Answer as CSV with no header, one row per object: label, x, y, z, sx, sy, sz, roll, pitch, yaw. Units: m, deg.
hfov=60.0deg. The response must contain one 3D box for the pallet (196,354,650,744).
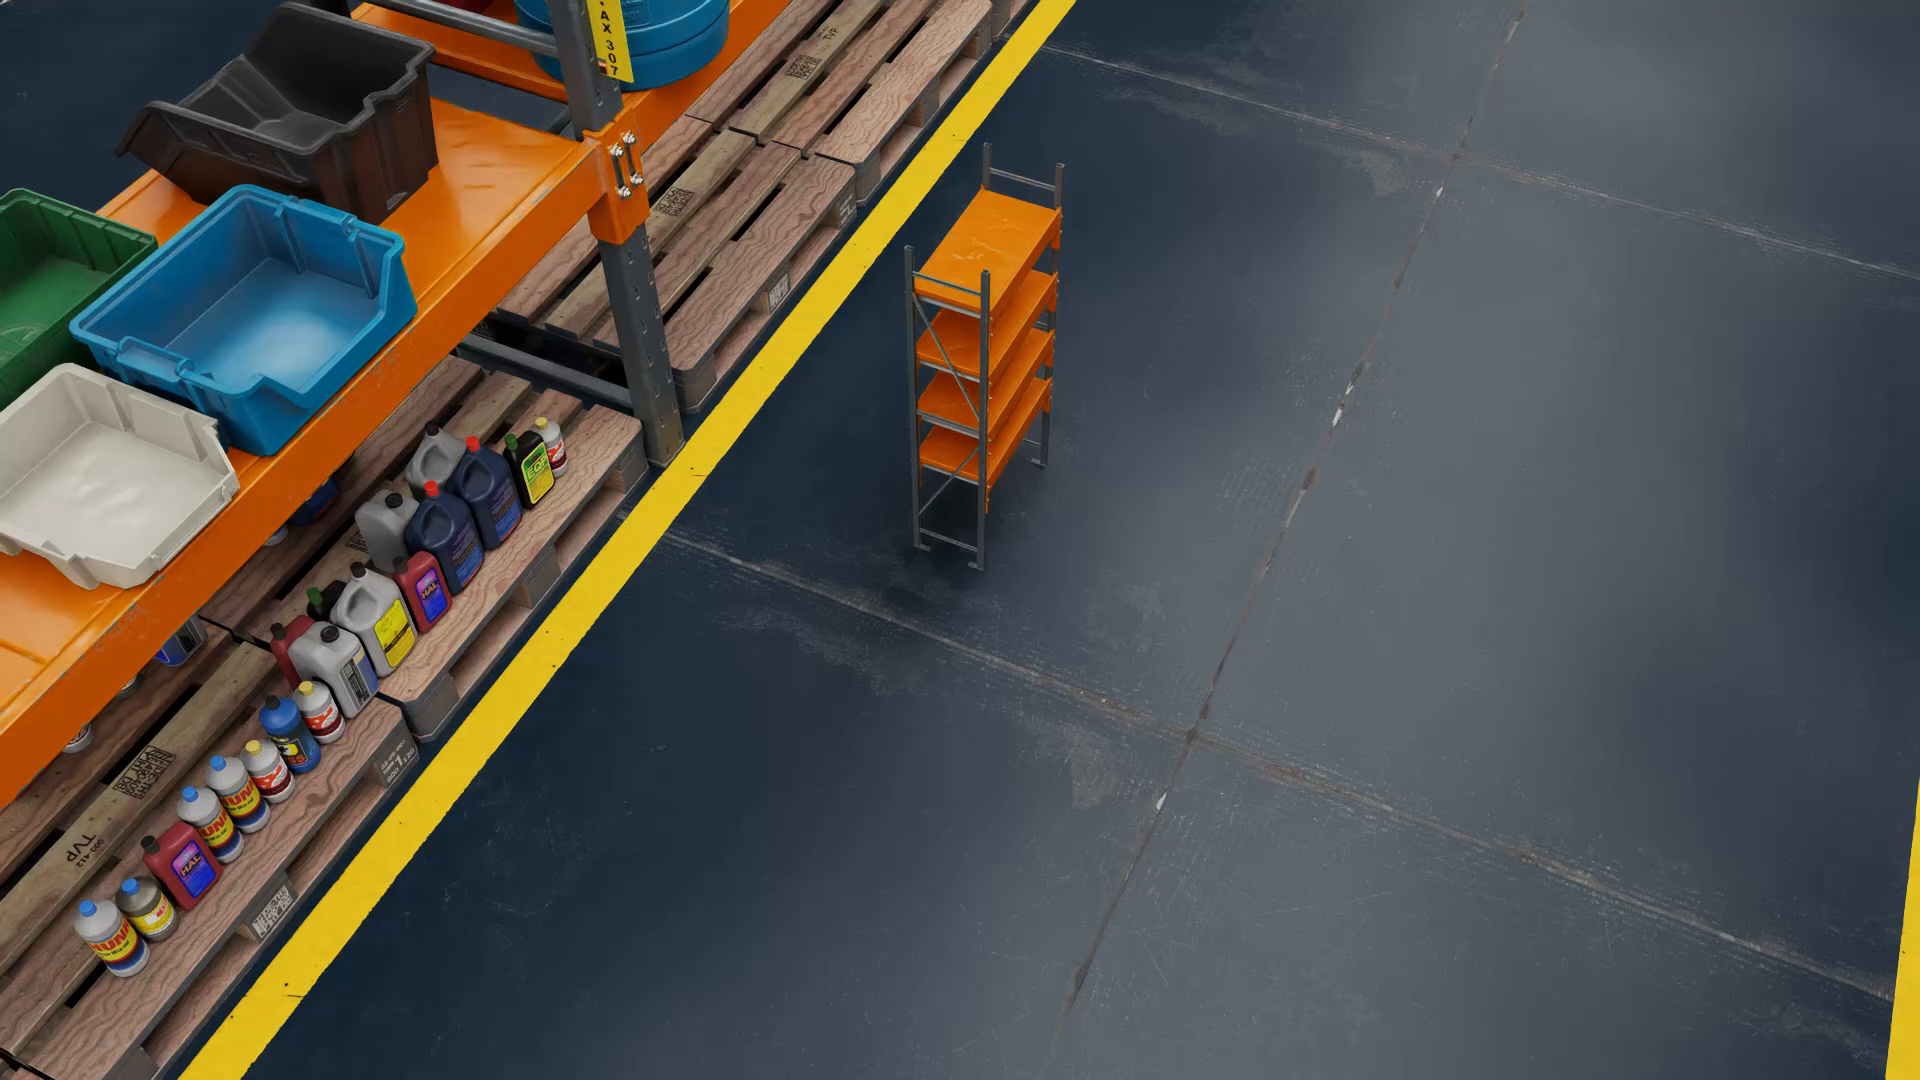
pallet,-1.712,-0.055,5.158,1.003,0.211,1.213,20,52,16

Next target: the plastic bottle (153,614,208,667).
plastic bottle,-2.225,0.207,4.604,0.152,0.276,0.135,20,52,16

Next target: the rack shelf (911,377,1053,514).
rack shelf,0.071,-0.331,5.092,0.258,0.148,0.480,20,52,16

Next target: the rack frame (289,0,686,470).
rack frame,-1.387,-1.408,4.478,1.000,3.000,0.127,20,52,16

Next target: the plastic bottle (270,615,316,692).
plastic bottle,-1.791,0.298,4.521,0.061,0.283,0.133,20,52,16

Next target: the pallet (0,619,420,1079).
pallet,-2.232,0.788,4.441,1.003,0.211,1.213,20,52,16

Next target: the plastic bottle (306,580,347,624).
plastic bottle,-1.725,0.206,4.600,0.061,0.283,0.133,20,52,16

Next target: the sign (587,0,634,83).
sign,-0.894,-1.311,4.214,0.100,0.325,0.005,20,52,16

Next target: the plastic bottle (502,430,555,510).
plastic bottle,-1.294,-0.231,4.972,0.061,0.283,0.133,22,53,18

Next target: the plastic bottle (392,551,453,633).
plastic bottle,-1.515,0.125,4.669,0.061,0.283,0.133,23,53,18

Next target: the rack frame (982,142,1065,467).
rack frame,0.175,-0.671,5.033,0.240,1.200,0.015,20,52,16

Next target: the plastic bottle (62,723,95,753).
plastic bottle,-2.395,0.471,4.428,0.097,0.201,0.097,0,50,0

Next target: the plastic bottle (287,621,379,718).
plastic bottle,-1.695,0.335,4.495,0.152,0.276,0.135,21,53,17

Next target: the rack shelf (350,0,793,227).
rack shelf,-0.533,-2.552,5.924,1.077,0.370,4.000,20,52,16

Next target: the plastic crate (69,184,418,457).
plastic crate,-1.614,-0.509,3.811,0.499,0.251,0.616,20,52,16

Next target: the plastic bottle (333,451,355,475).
plastic bottle,-1.936,-0.327,5.054,0.061,0.283,0.133,20,52,16

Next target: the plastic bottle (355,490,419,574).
plastic bottle,-1.628,-0.029,4.805,0.152,0.276,0.135,20,52,16

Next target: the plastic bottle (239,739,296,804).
plastic bottle,-1.808,0.591,4.326,0.097,0.201,0.097,0,50,0

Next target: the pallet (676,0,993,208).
pallet,-0.567,-1.900,6.728,1.003,0.211,1.213,20,52,16

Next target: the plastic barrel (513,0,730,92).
plastic barrel,-0.948,-1.737,4.430,0.600,0.901,0.708,20,52,16

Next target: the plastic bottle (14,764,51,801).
plastic bottle,-2.479,0.547,4.310,0.061,0.283,0.133,20,52,16

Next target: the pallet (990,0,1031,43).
pallet,-0.044,-2.737,7.441,1.003,0.211,1.213,20,52,16

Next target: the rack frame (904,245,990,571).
rack frame,-0.034,-0.335,4.747,0.240,1.200,0.015,20,52,16

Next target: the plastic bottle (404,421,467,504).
plastic bottle,-1.532,-0.201,4.902,0.144,0.351,0.185,20,52,16

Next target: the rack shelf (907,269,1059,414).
rack shelf,0.071,-0.604,4.771,0.258,0.148,0.480,20,52,16

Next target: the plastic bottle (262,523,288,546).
plastic bottle,-2.060,-0.106,4.873,0.097,0.271,0.097,0,50,0

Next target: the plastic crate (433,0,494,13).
plastic crate,-1.457,-1.861,4.822,0.402,0.464,0.583,20,52,16

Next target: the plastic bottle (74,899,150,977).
plastic bottle,-2.040,0.941,3.982,0.097,0.271,0.097,0,50,0

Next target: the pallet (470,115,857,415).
pallet,-1.087,-1.057,6.011,1.003,0.211,1.213,20,52,16

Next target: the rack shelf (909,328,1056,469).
rack shelf,0.071,-0.459,4.941,0.258,0.148,0.480,20,52,16

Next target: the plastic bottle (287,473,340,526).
plastic bottle,-1.977,-0.224,4.921,0.144,0.351,0.185,20,52,16

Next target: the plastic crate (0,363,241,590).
plastic crate,-1.852,-0.122,3.557,0.530,0.136,0.437,20,52,16

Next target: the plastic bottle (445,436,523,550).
plastic bottle,-1.402,-0.154,4.862,0.144,0.351,0.185,19,52,15

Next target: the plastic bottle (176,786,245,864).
plastic bottle,-1.893,0.705,4.183,0.097,0.271,0.097,0,50,0

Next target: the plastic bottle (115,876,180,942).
plastic bottle,-1.995,0.893,4.069,0.097,0.201,0.097,0,50,0

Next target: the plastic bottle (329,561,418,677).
plastic bottle,-1.622,0.200,4.561,0.144,0.351,0.185,19,52,16

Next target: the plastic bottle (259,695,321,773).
plastic bottle,-1.764,0.497,4.360,0.097,0.271,0.097,0,50,0

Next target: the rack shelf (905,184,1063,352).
rack shelf,0.071,-0.757,4.591,0.258,0.148,0.480,20,52,16

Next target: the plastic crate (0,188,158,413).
plastic crate,-2.222,-0.496,3.842,0.450,0.188,0.662,20,52,16

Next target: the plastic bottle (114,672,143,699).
plastic bottle,-2.321,0.337,4.542,0.097,0.201,0.097,0,50,0

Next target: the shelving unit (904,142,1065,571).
shelving unit,0.071,-0.503,4.890,0.258,1.200,0.503,20,52,16

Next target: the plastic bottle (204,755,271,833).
plastic bottle,-1.850,0.636,4.241,0.097,0.271,0.097,0,50,0

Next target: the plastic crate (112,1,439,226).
plastic crate,-1.726,-1.068,4.230,0.767,0.338,0.504,20,52,16

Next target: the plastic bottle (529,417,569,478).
plastic bottle,-1.260,-0.292,5.077,0.097,0.201,0.097,0,50,0

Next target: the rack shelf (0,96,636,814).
rack shelf,-2.241,0.203,3.580,1.077,0.370,4.000,20,52,16

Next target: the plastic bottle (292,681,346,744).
plastic bottle,-1.720,0.449,4.447,0.097,0.201,0.097,0,50,0

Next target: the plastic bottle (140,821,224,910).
plastic bottle,-1.926,0.788,4.105,0.061,0.283,0.133,21,53,17

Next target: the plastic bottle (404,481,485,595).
plastic bottle,-1.484,-0.022,4.750,0.144,0.351,0.185,17,52,14
